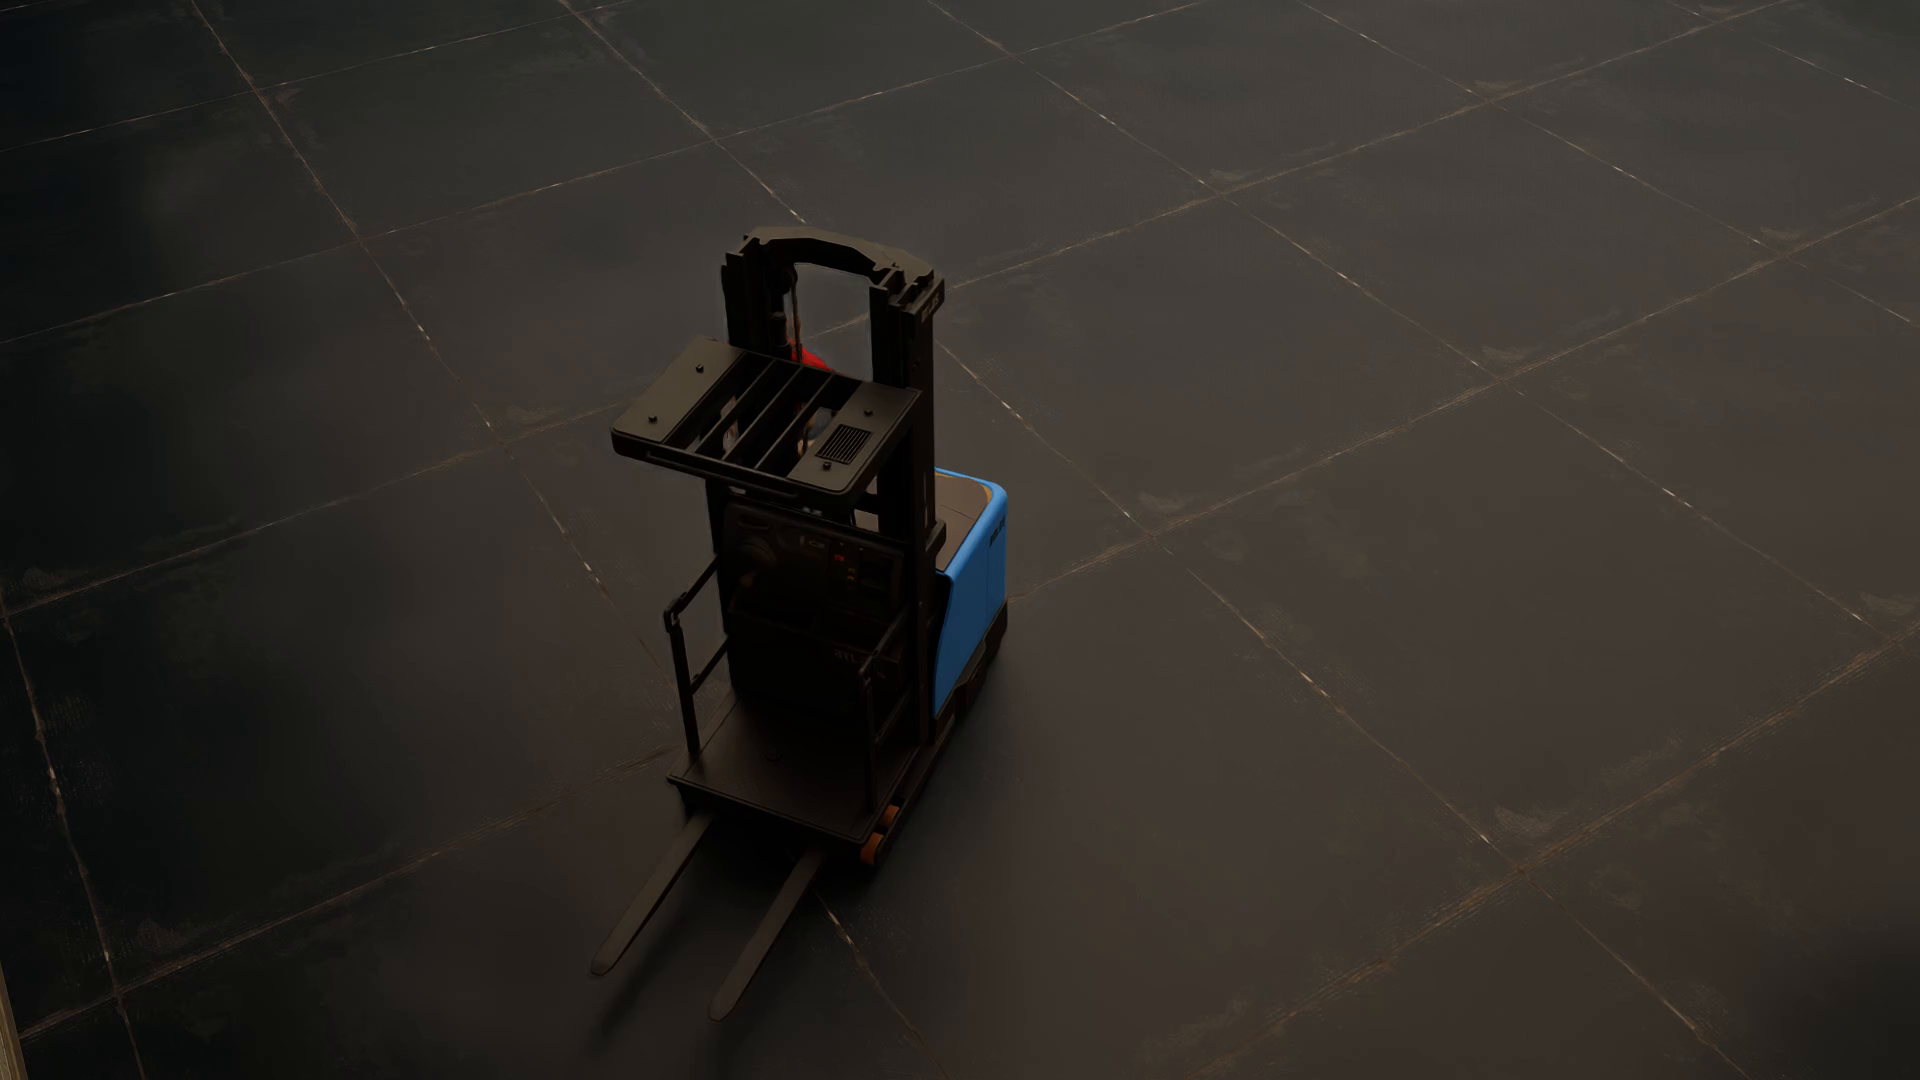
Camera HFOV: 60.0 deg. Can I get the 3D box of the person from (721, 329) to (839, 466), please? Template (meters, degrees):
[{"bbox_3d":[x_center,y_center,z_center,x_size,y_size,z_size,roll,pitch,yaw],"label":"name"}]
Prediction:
[{"bbox_3d":[-1.010,-0.739,9.836,0.895,1.515,0.636,-17,44,-19],"label":"person"}]

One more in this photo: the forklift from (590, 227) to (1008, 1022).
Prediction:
[{"bbox_3d":[-0.776,0.187,7.658,1.130,2.935,3.031,16,44,17],"label":"forklift"}]
